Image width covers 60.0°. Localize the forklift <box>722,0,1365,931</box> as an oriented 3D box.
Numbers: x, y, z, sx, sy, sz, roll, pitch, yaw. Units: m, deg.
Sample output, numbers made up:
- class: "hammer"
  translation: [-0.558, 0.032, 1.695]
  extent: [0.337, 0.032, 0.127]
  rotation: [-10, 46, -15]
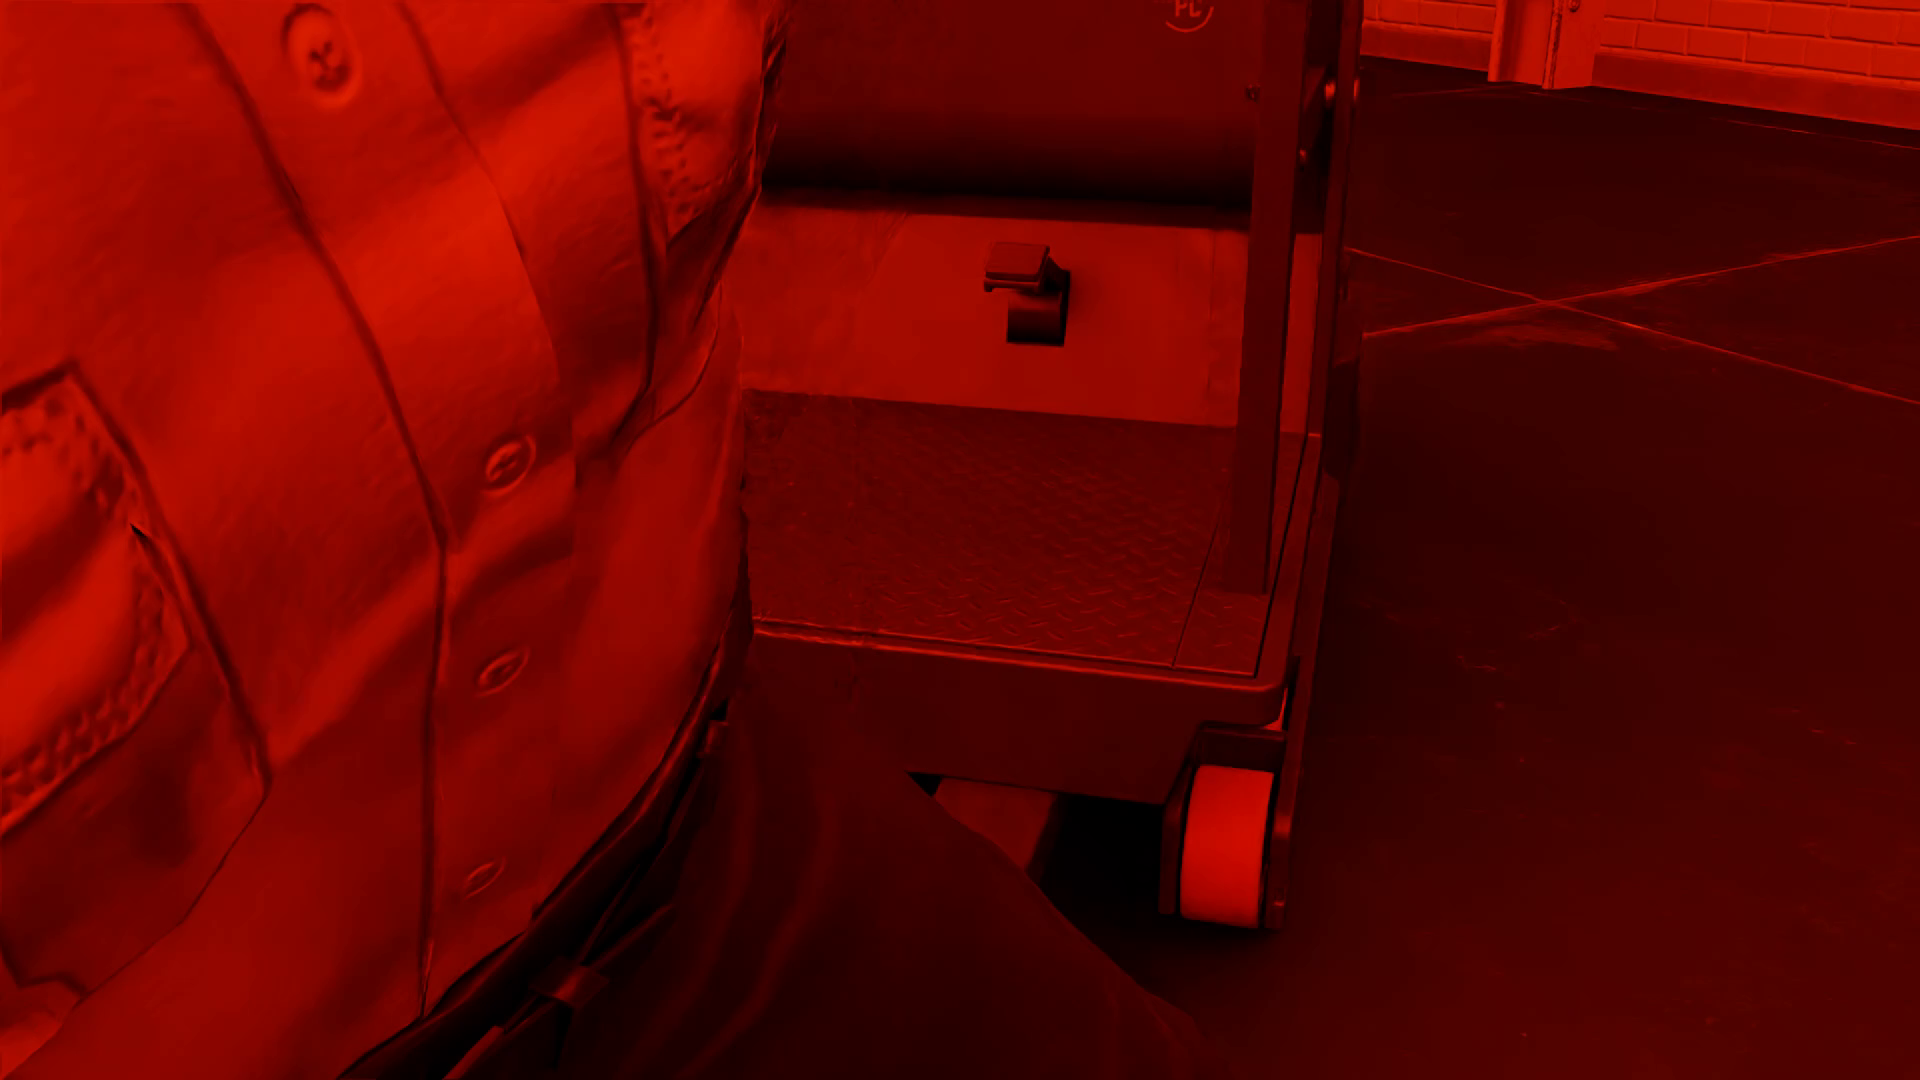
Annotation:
- class: "forklift"
  translation: [-0.139, -1.125, 1.516]
  extent: [1.130, 2.935, 3.031]
  rotation: [6, 23, 13]
